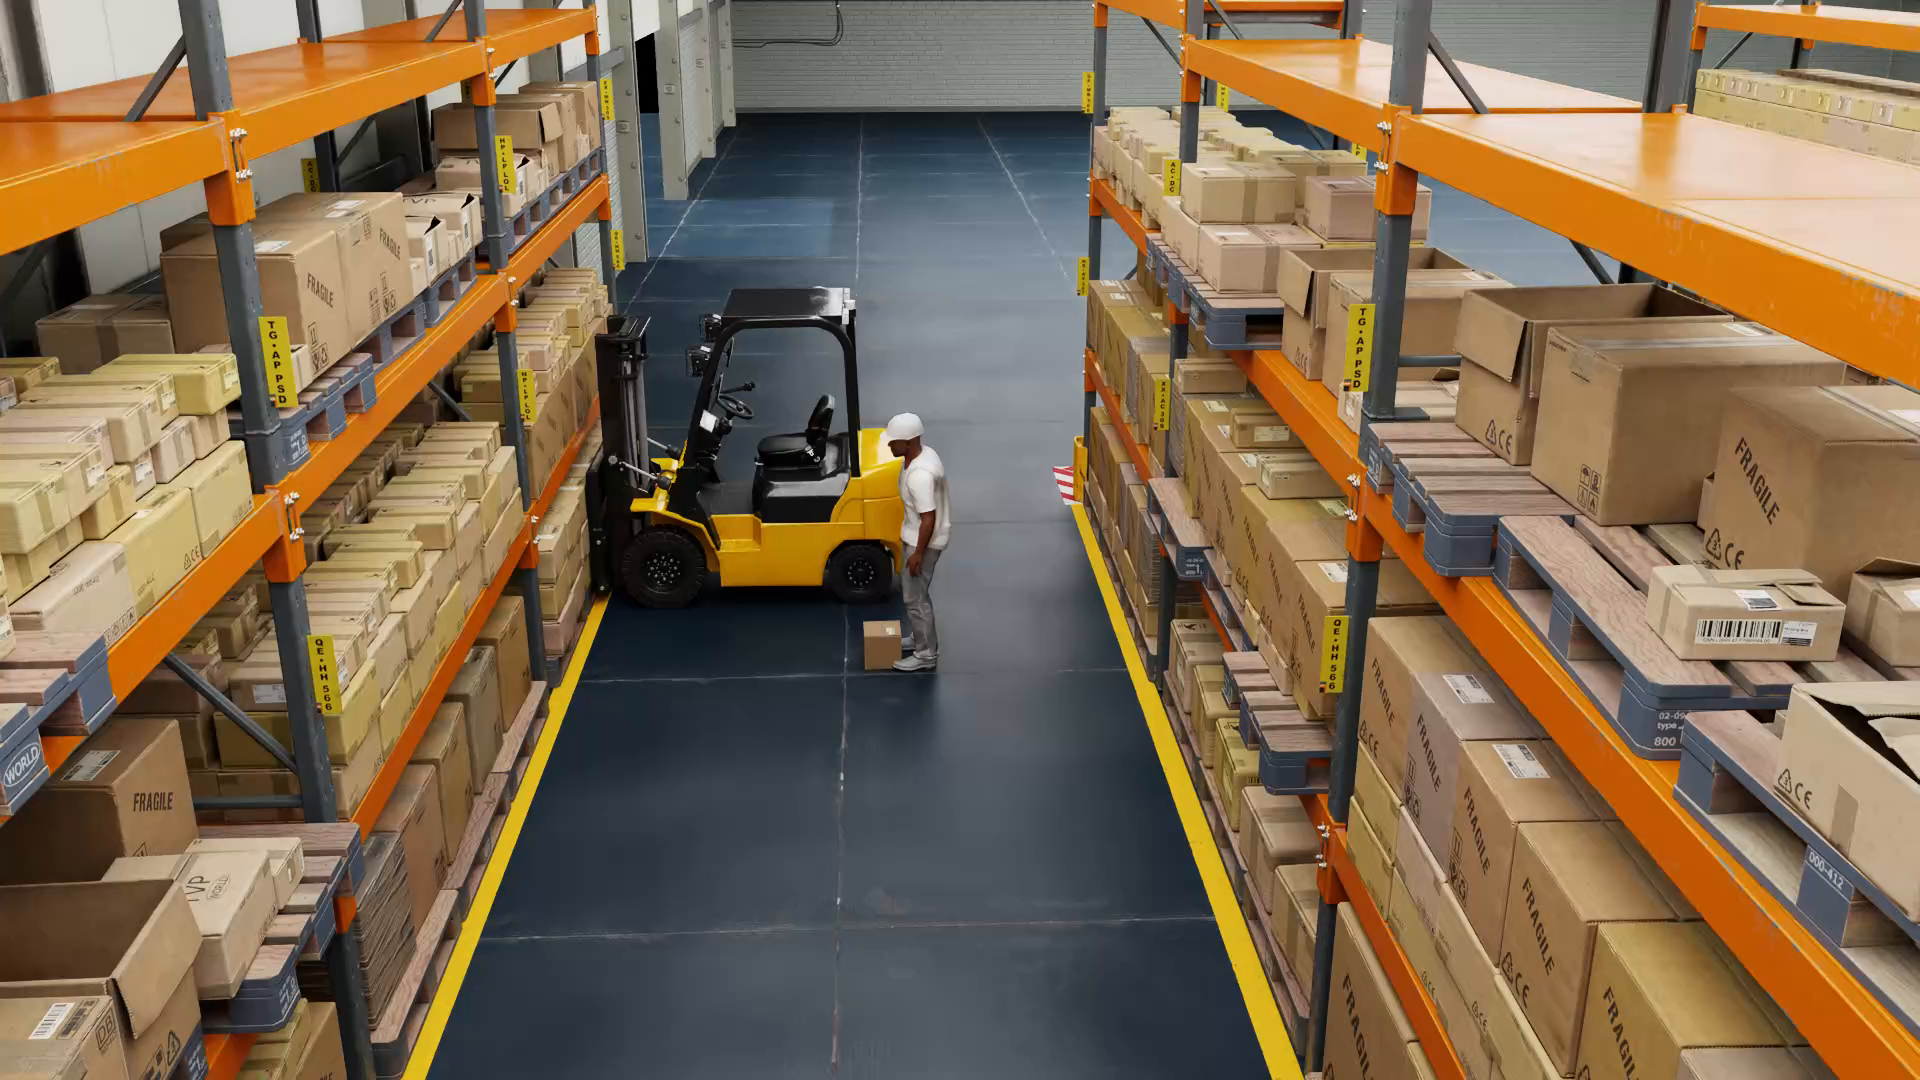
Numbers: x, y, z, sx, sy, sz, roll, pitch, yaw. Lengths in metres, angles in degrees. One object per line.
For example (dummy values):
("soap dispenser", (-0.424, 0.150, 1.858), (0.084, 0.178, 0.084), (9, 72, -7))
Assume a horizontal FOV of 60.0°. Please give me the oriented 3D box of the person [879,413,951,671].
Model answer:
("person", (-0.296, -0.003, 11.059), (0.459, 1.760, 0.630), (-2, 20, -6))
